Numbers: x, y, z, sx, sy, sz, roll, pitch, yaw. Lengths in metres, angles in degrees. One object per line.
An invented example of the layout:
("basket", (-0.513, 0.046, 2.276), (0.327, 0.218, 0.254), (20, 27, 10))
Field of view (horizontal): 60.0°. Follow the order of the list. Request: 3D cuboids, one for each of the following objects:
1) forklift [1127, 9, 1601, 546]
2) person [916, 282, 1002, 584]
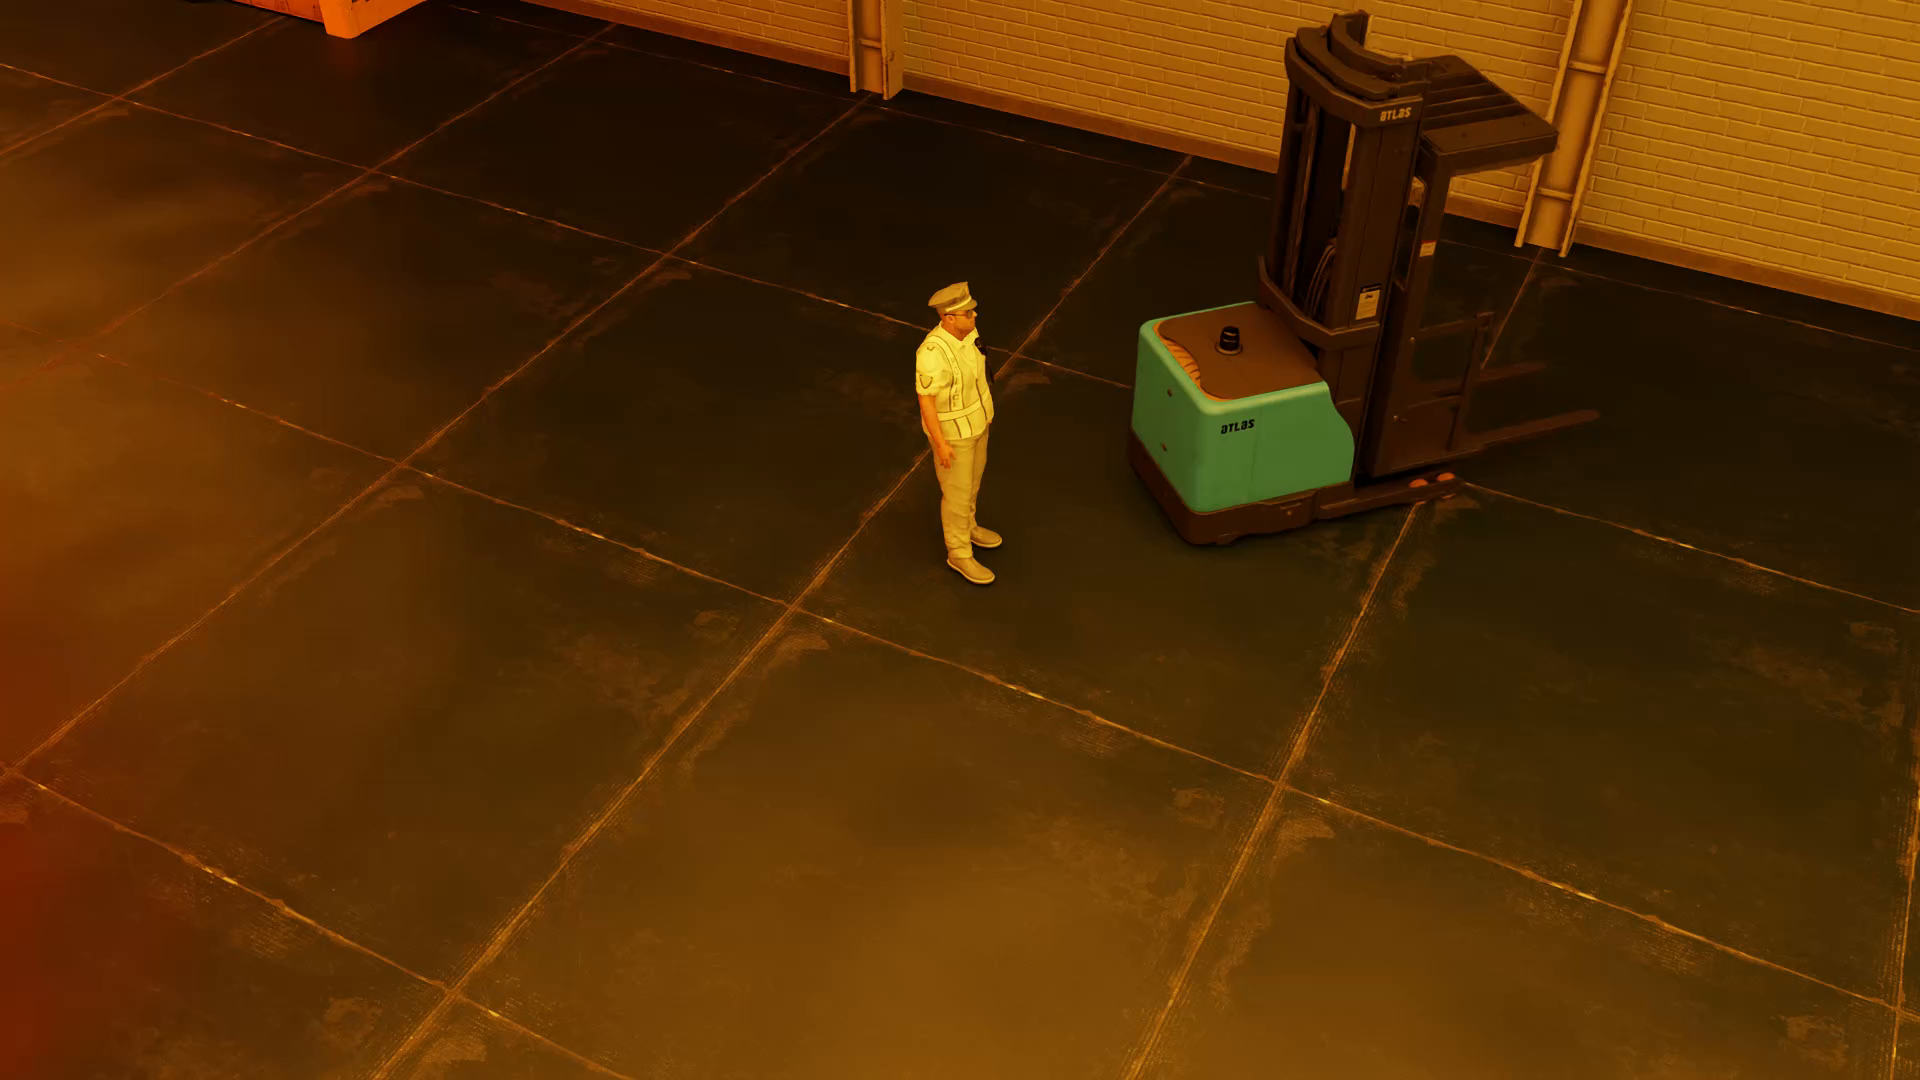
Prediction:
("forklift", (2.658, -1.654, 9.951), (3.031, 2.935, 1.130), (-12, 42, -14))
("person", (0.065, -0.658, 9.648), (0.573, 1.782, 0.642), (18, 43, 21))
